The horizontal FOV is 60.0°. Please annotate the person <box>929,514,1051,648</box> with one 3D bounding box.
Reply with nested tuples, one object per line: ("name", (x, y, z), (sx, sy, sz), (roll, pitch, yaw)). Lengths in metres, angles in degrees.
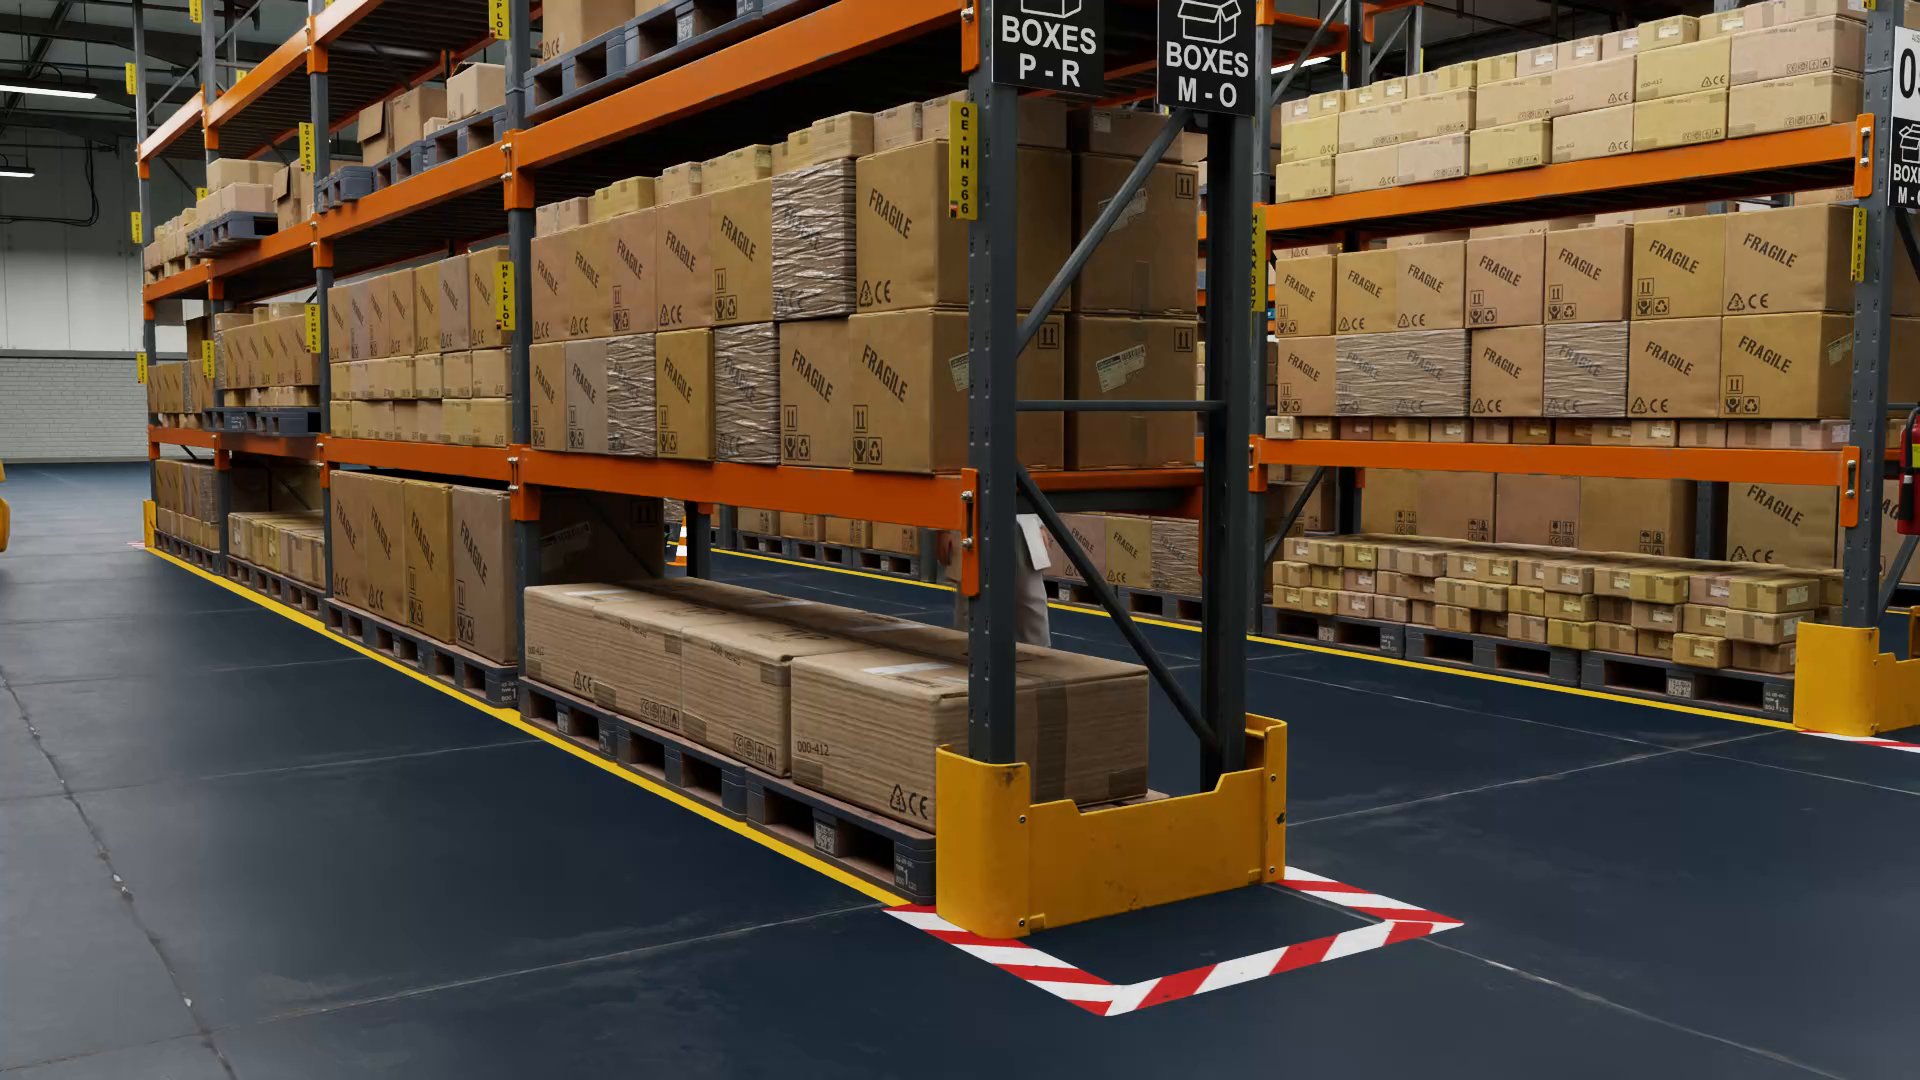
("person", (0.191, -0.039, 8.071), (0.632, 1.768, 0.695), (-2, 5, -19))
